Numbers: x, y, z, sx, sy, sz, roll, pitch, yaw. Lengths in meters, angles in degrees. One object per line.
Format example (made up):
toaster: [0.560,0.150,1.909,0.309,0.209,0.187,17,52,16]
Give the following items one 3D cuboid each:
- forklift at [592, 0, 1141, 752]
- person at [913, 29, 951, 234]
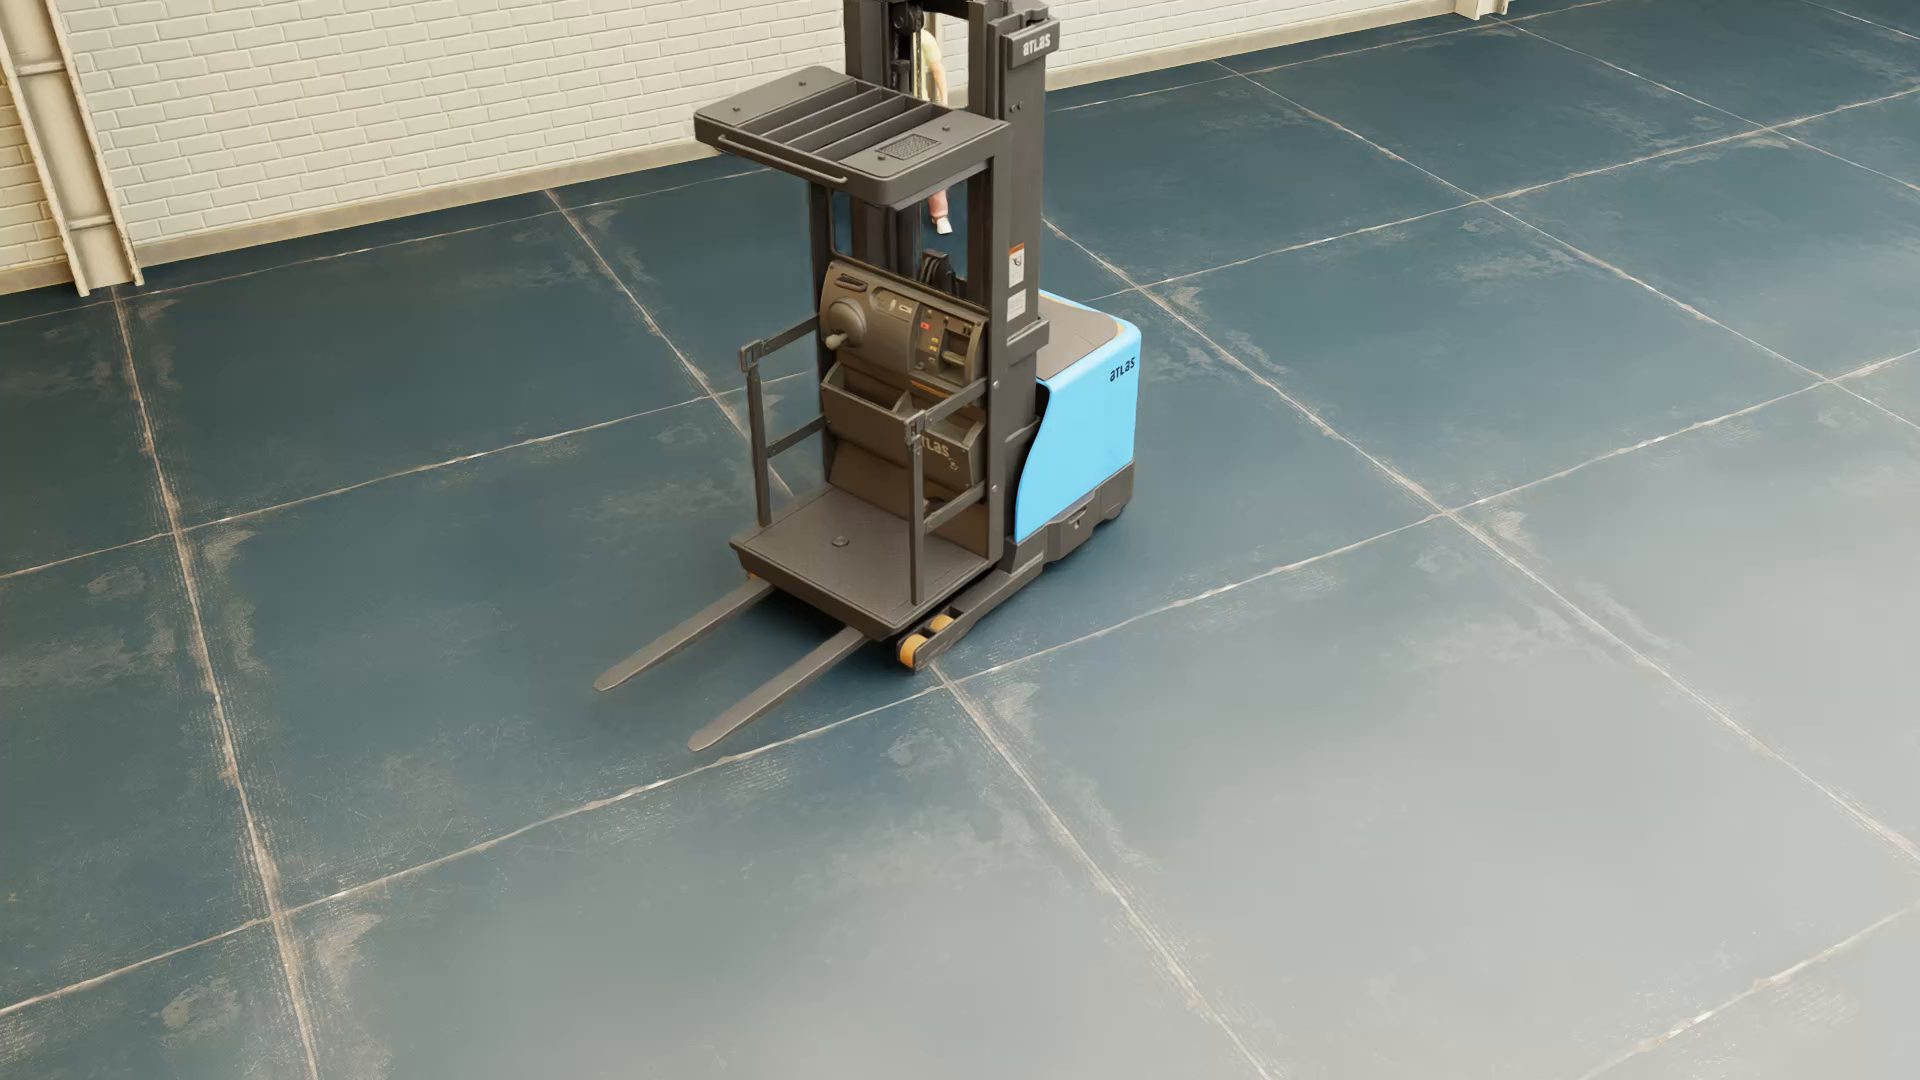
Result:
forklift: [-0.405,-0.916,7.419,1.130,2.935,3.031,26,43,31]
person: [-0.374,-2.909,11.336,0.612,1.667,0.375,-2,35,-3]
